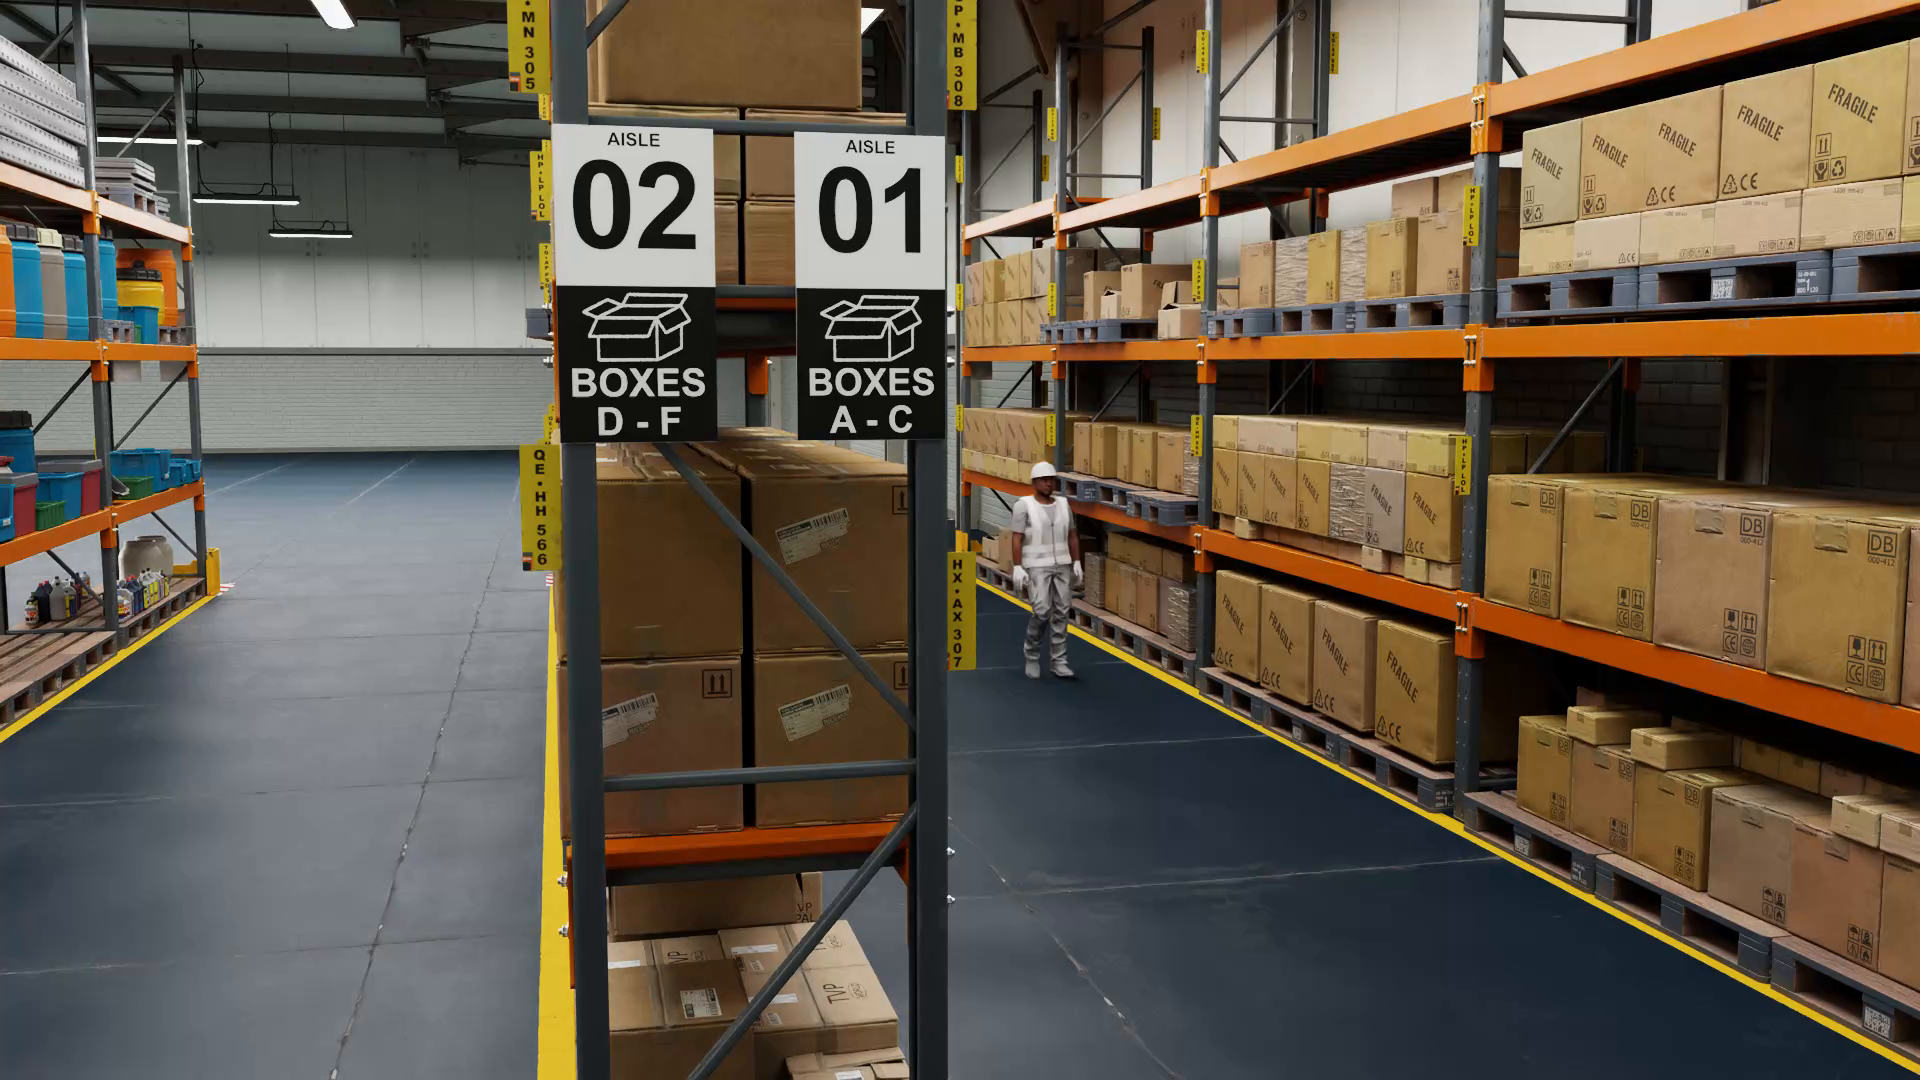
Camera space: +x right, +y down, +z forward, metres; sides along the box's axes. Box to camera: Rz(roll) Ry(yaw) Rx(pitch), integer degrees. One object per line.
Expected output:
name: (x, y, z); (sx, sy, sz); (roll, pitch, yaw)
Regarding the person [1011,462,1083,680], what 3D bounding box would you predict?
person: (0.739, 0.257, 13.828); (0.594, 1.812, 0.453); (-3, 7, -25)
